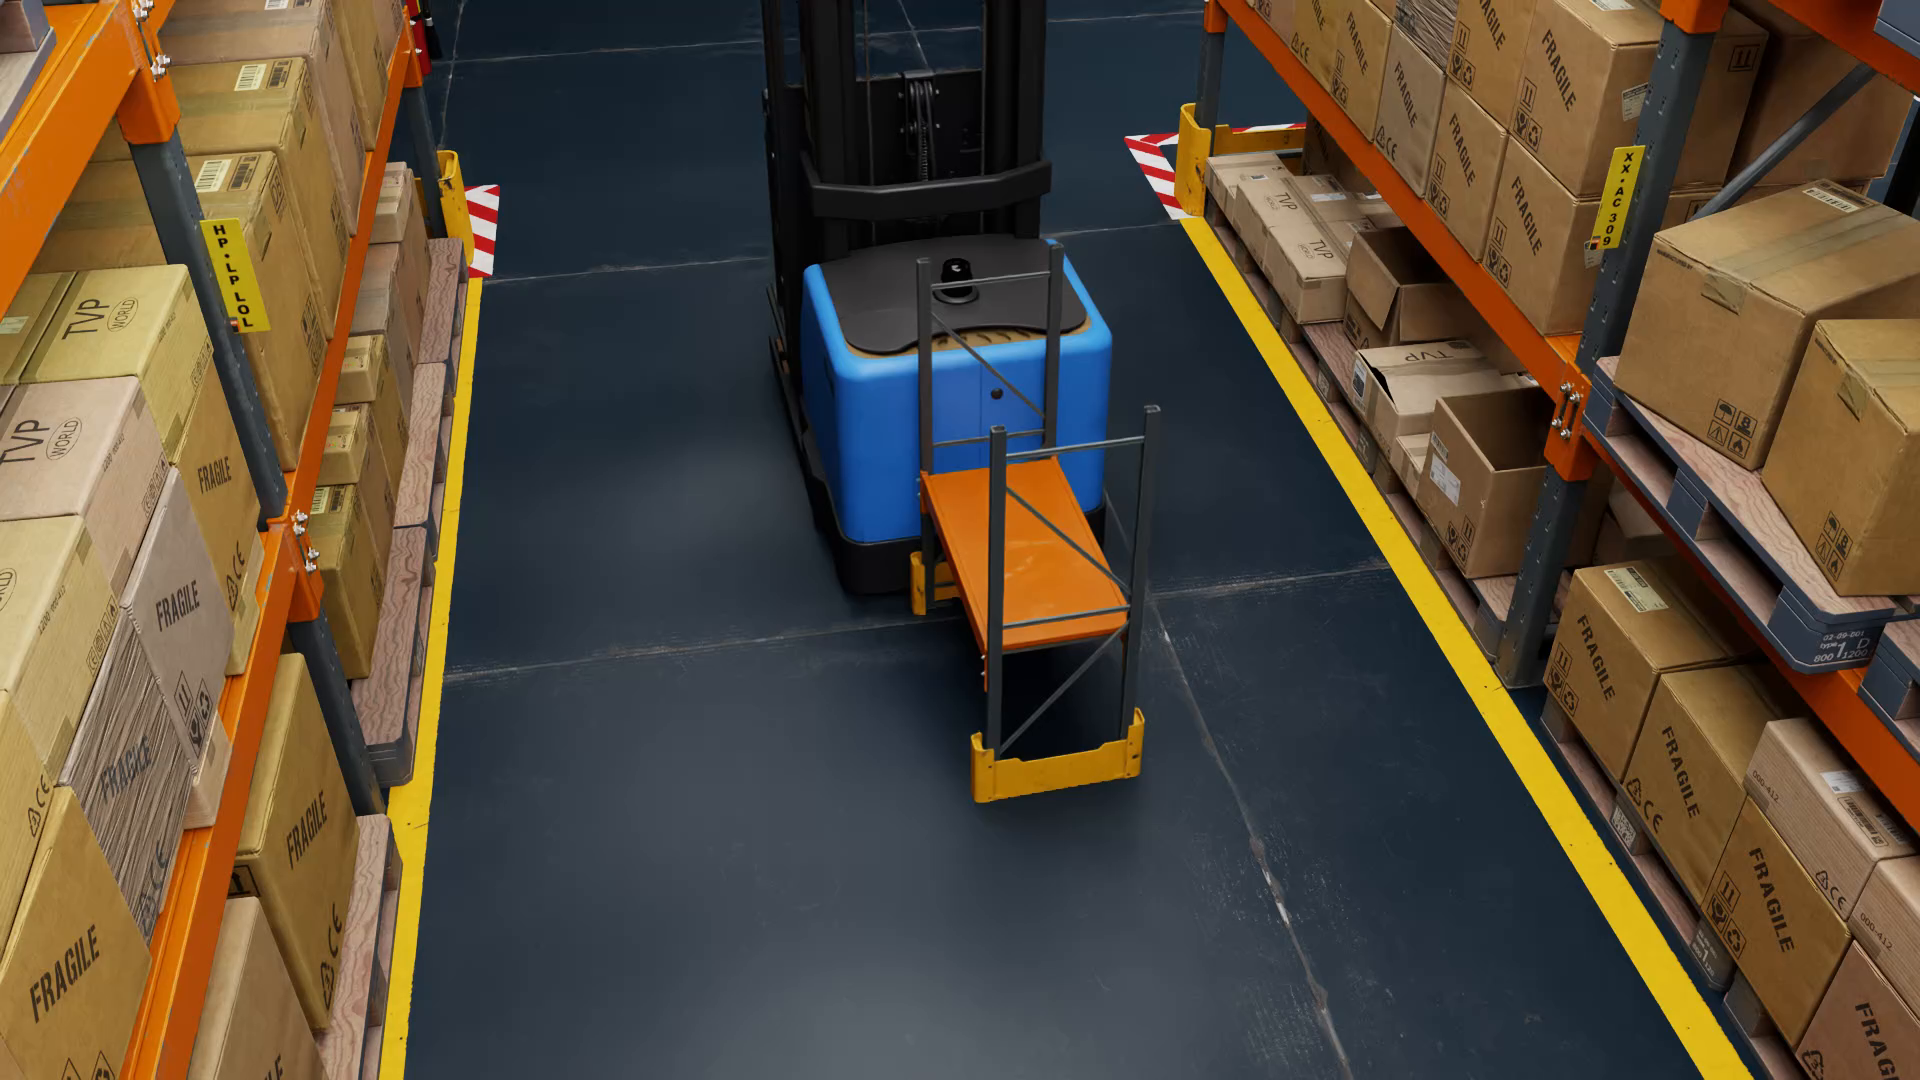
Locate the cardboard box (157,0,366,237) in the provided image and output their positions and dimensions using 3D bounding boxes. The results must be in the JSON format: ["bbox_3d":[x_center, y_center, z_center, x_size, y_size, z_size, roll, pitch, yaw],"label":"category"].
[{"bbox_3d":[-2.748,-1.518,6.014,0.980,0.700,0.700,-8,39,-10],"label":"cardboard box"}]

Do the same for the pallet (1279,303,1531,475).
[{"bbox_3d":[2.131,-0.777,7.579,1.003,0.211,1.213,-6,38,-8],"label":"pallet"}]

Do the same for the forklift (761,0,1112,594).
[{"bbox_3d":[-0.264,-1.857,6.751,1.130,2.935,3.031,-8,39,-10],"label":"forklift"}]

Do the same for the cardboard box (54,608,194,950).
[{"bbox_3d":[-1.901,0.508,3.311,0.500,0.500,0.500,-6,38,-8],"label":"cardboard box"}]

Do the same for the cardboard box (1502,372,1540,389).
[{"bbox_3d":[2.445,-0.578,7.000,0.380,0.166,0.250,-6,38,-8],"label":"cardboard box"}]

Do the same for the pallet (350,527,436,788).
[{"bbox_3d":[-2.465,0.443,6.007,1.003,0.211,1.213,-6,38,-8],"label":"pallet"}]

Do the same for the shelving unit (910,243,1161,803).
[{"bbox_3d":[0.215,-0.065,5.611,0.587,1.500,1.083,-8,39,-10],"label":"shelving unit"}]

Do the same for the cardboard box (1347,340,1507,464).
[{"bbox_3d":[1.957,-0.604,6.915,0.500,0.311,0.500,-6,38,-8],"label":"cardboard box"}]

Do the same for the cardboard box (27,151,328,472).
[{"bbox_3d":[-2.488,-0.638,4.882,0.980,0.700,0.700,-6,38,-7],"label":"cardboard box"}]

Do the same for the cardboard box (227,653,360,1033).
[{"bbox_3d":[-2.167,0.872,4.593,0.750,0.750,0.750,-6,38,-7],"label":"cardboard box"}]

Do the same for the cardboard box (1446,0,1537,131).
[{"bbox_3d":[2.031,-1.746,5.656,0.500,0.500,0.500,-7,38,-9],"label":"cardboard box"}]

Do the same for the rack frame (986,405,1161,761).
[{"bbox_3d":[0.332,0.245,5.213,0.500,1.500,0.032,-8,39,-10],"label":"rack frame"}]

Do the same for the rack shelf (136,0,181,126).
[{"bbox_3d":[-2.760,-2.299,5.405,1.077,0.370,4.000,-6,38,-8],"label":"rack shelf"}]

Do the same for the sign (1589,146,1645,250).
[{"bbox_3d":[1.935,-1.004,4.892,0.100,0.325,0.005,-6,38,-8],"label":"sign"}]

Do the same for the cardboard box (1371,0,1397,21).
[{"bbox_3d":[1.856,-2.355,6.440,0.500,0.500,0.500,-7,38,-8],"label":"cardboard box"}]

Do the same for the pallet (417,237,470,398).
[{"bbox_3d":[-2.893,-1.030,7.904,1.003,0.211,1.213,-6,38,-8],"label":"pallet"}]

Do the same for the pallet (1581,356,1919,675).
[{"bbox_3d":[2.500,-0.155,4.661,1.003,0.211,1.213,-6,38,-8],"label":"pallet"}]

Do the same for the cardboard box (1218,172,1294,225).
[{"bbox_3d":[1.545,-1.755,8.515,0.380,0.166,0.250,-6,38,-8],"label":"cardboard box"}]

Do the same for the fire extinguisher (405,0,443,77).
[{"bbox_3d":[-2.682,-2.569,7.979,0.296,0.674,0.183,-6,38,-8],"label":"fire extinguisher"}]

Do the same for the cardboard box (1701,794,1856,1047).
[{"bbox_3d":[2.497,1.030,4.658,0.500,0.500,0.500,-6,38,-7],"label":"cardboard box"}]

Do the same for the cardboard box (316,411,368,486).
[{"bbox_3d":[-2.319,-0.314,5.876,0.380,0.149,0.250,-5,38,-6],"label":"cardboard box"}]

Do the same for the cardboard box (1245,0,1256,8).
[{"bbox_3d":[1.584,-2.884,7.936,0.500,0.500,0.500,-5,38,-7],"label":"cardboard box"}]

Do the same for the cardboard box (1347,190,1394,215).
[{"bbox_3d":[2.086,-1.640,8.367,0.380,0.166,0.250,-6,38,-8],"label":"cardboard box"}]

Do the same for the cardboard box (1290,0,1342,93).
[{"bbox_3d":[1.765,-2.270,7.145,0.500,0.500,0.500,-6,38,-8],"label":"cardboard box"}]

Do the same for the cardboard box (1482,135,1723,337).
[{"bbox_3d":[2.127,-1.039,5.561,0.500,0.500,0.500,-6,38,-7],"label":"cardboard box"}]

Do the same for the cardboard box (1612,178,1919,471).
[{"bbox_3d":[2.330,-0.620,4.680,0.700,0.500,0.500,-19,42,-23],"label":"cardboard box"}]

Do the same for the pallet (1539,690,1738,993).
[{"bbox_3d":[2.647,0.863,5.467,1.003,0.211,1.213,-6,38,-8],"label":"pallet"}]

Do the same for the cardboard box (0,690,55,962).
[{"bbox_3d":[-1.816,0.529,2.672,0.500,0.250,0.500,-7,38,-9],"label":"cardboard box"}]

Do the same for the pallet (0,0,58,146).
[{"bbox_3d":[-2.200,-0.751,2.982,0.805,0.209,1.217,-8,39,-10],"label":"pallet"}]

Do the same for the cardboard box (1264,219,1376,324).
[{"bbox_3d":[1.757,-1.266,7.817,0.500,0.250,0.500,-6,38,-8],"label":"cardboard box"}]

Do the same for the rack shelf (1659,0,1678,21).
[{"bbox_3d":[2.117,-2.834,6.094,1.077,0.370,4.000,-6,38,-8],"label":"rack shelf"}]

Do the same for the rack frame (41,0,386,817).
[{"bbox_3d":[-2.409,-0.190,4.550,1.000,3.000,0.127,-6,38,-8],"label":"rack frame"}]

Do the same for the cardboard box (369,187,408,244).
[{"bbox_3d":[-2.642,-1.417,7.295,0.380,0.149,0.250,-5,38,-7],"label":"cardboard box"}]

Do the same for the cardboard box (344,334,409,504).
[{"bbox_3d":[-2.612,-0.446,6.574,0.700,0.500,0.500,-5,38,-7],"label":"cardboard box"}]

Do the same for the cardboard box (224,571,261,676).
[{"bbox_3d":[-2.003,0.225,4.204,0.380,0.149,0.250,-6,38,-7],"label":"cardboard box"}]

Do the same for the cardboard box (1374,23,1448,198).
[{"bbox_3d":[1.943,-1.660,6.361,0.500,0.500,0.500,-5,38,-7],"label":"cardboard box"}]

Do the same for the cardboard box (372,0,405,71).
[{"bbox_3d":[-3.011,-2.418,7.172,0.980,0.700,0.700,-5,38,-6],"label":"cardboard box"}]

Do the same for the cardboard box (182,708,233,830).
[{"bbox_3d":[-1.898,0.539,3.799,0.380,0.149,0.250,-6,38,-8],"label":"cardboard box"}]

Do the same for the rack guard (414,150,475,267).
[{"bbox_3d":[-3.114,-1.634,8.445,1.175,0.500,0.348,-6,38,-8],"label":"rack guard"}]

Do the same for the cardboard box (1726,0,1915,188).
[{"bbox_3d":[2.662,-1.474,5.306,0.500,0.500,0.500,-5,38,-7],"label":"cardboard box"}]

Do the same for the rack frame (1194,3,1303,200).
[{"bbox_3d":[1.766,-3.141,8.348,1.000,3.000,0.127,-6,38,-8],"label":"rack frame"}]

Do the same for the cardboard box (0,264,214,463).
[{"bbox_3d":[-2.075,-0.397,3.864,0.500,0.250,0.500,-5,38,-7],"label":"cardboard box"}]

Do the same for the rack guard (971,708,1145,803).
[{"bbox_3d":[0.327,0.727,5.611,0.587,0.250,0.087,-8,39,-10],"label":"rack guard"}]

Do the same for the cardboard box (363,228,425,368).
[{"bbox_3d":[-2.801,-1.071,7.378,0.700,0.500,0.500,-6,38,-8],"label":"cardboard box"}]

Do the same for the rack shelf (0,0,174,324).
[{"bbox_3d":[-2.058,0.117,2.295,1.077,0.370,4.000,-6,38,-8],"label":"rack shelf"}]

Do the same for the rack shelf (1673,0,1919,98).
[{"bbox_3d":[2.818,-0.418,2.984,1.077,0.370,4.000,-6,38,-8],"label":"rack shelf"}]

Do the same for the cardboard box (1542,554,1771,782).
[{"bbox_3d":[2.312,0.407,5.461,0.500,0.500,0.500,-8,39,-10],"label":"cardboard box"}]

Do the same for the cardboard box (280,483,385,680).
[{"bbox_3d":[-2.439,0.168,5.783,0.700,0.500,0.500,-6,38,-7],"label":"cardboard box"}]

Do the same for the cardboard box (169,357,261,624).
[{"bbox_3d":[-2.080,-0.103,4.098,0.500,0.500,0.500,-7,38,-9],"label":"cardboard box"}]

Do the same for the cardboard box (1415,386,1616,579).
[{"bbox_3d":[2.088,-0.225,6.274,0.500,0.500,0.500,-6,38,-8],"label":"cardboard box"}]

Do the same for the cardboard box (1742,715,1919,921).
[{"bbox_3d":[2.488,0.714,4.453,0.500,0.250,0.500,-6,38,-8],"label":"cardboard box"}]
